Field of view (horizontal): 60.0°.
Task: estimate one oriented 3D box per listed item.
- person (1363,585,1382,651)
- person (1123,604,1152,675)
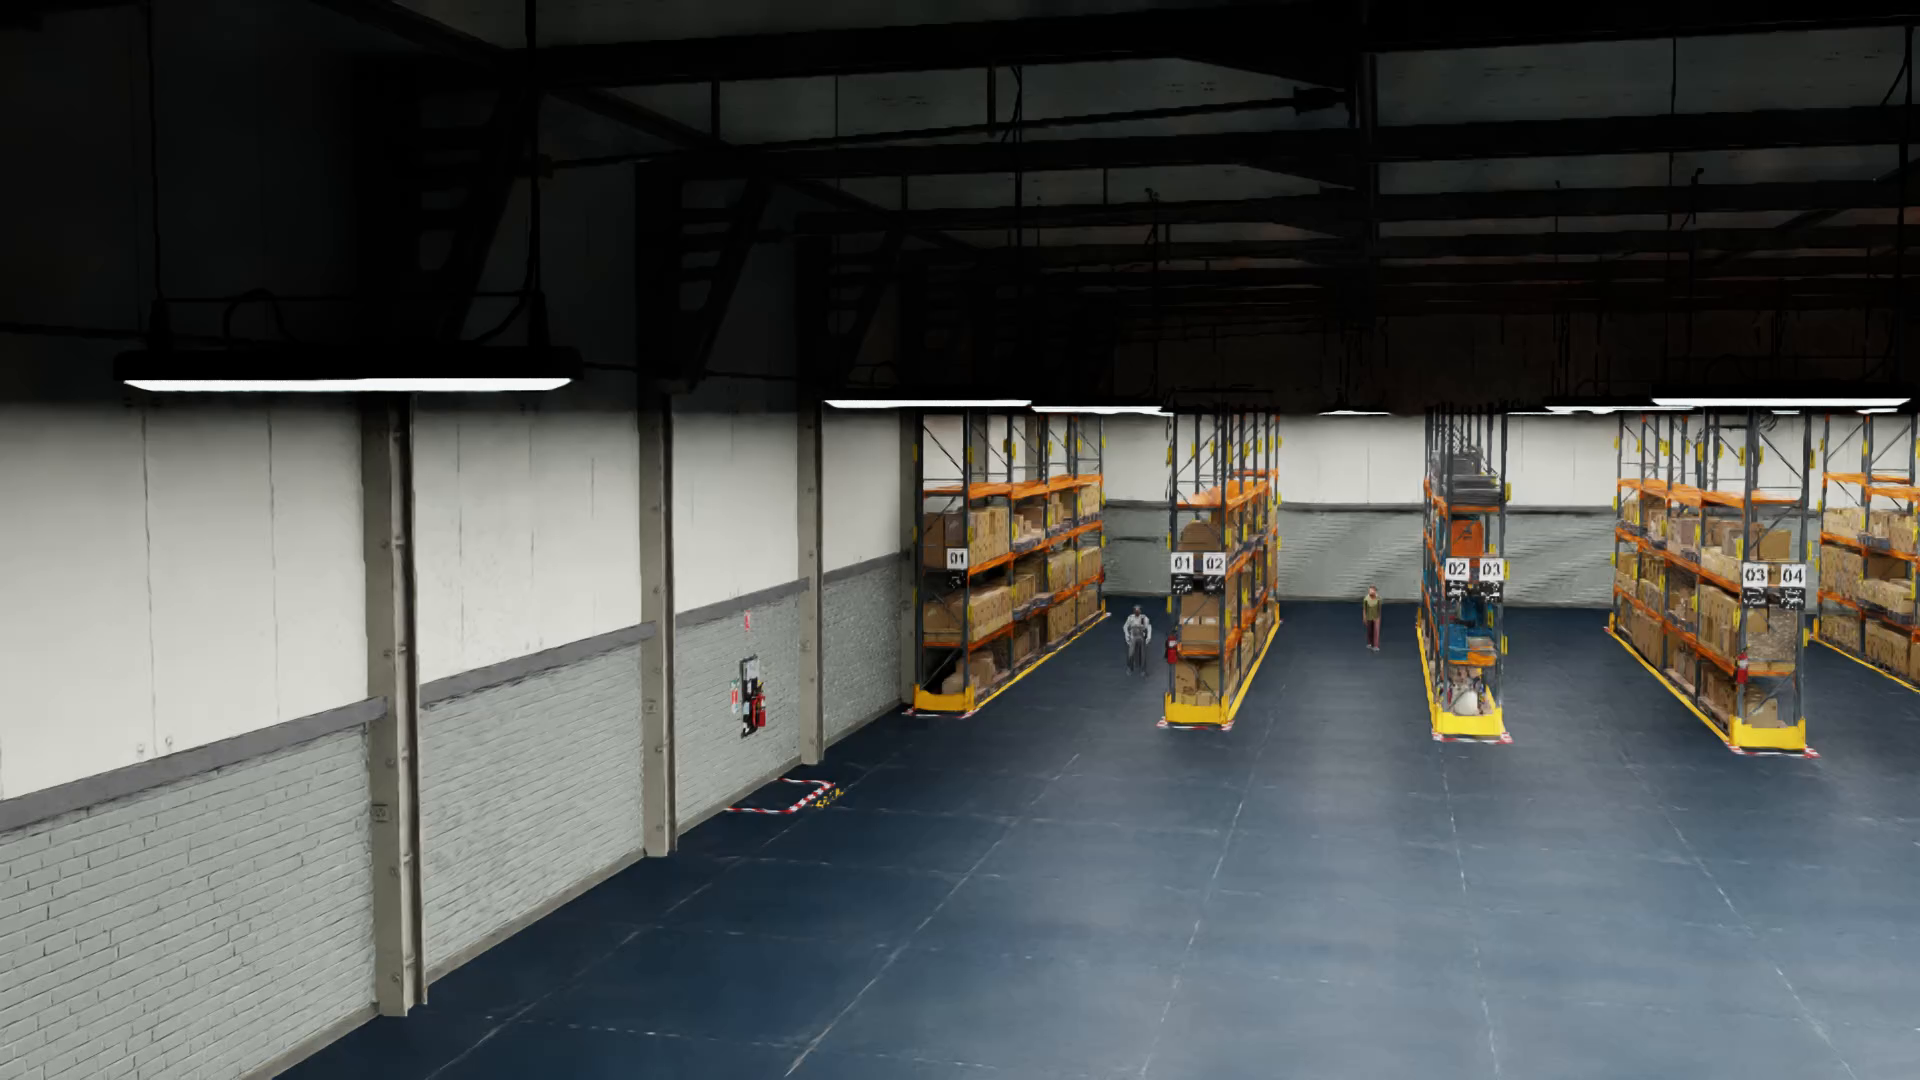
[{"bbox_3d":[10.110,1.898,40.812,0.448,1.590,1.110,1,4,16],"label":"person"},{"bbox_3d":[3.936,2.195,36.844,0.639,1.632,0.512,1,4,12],"label":"person"}]
